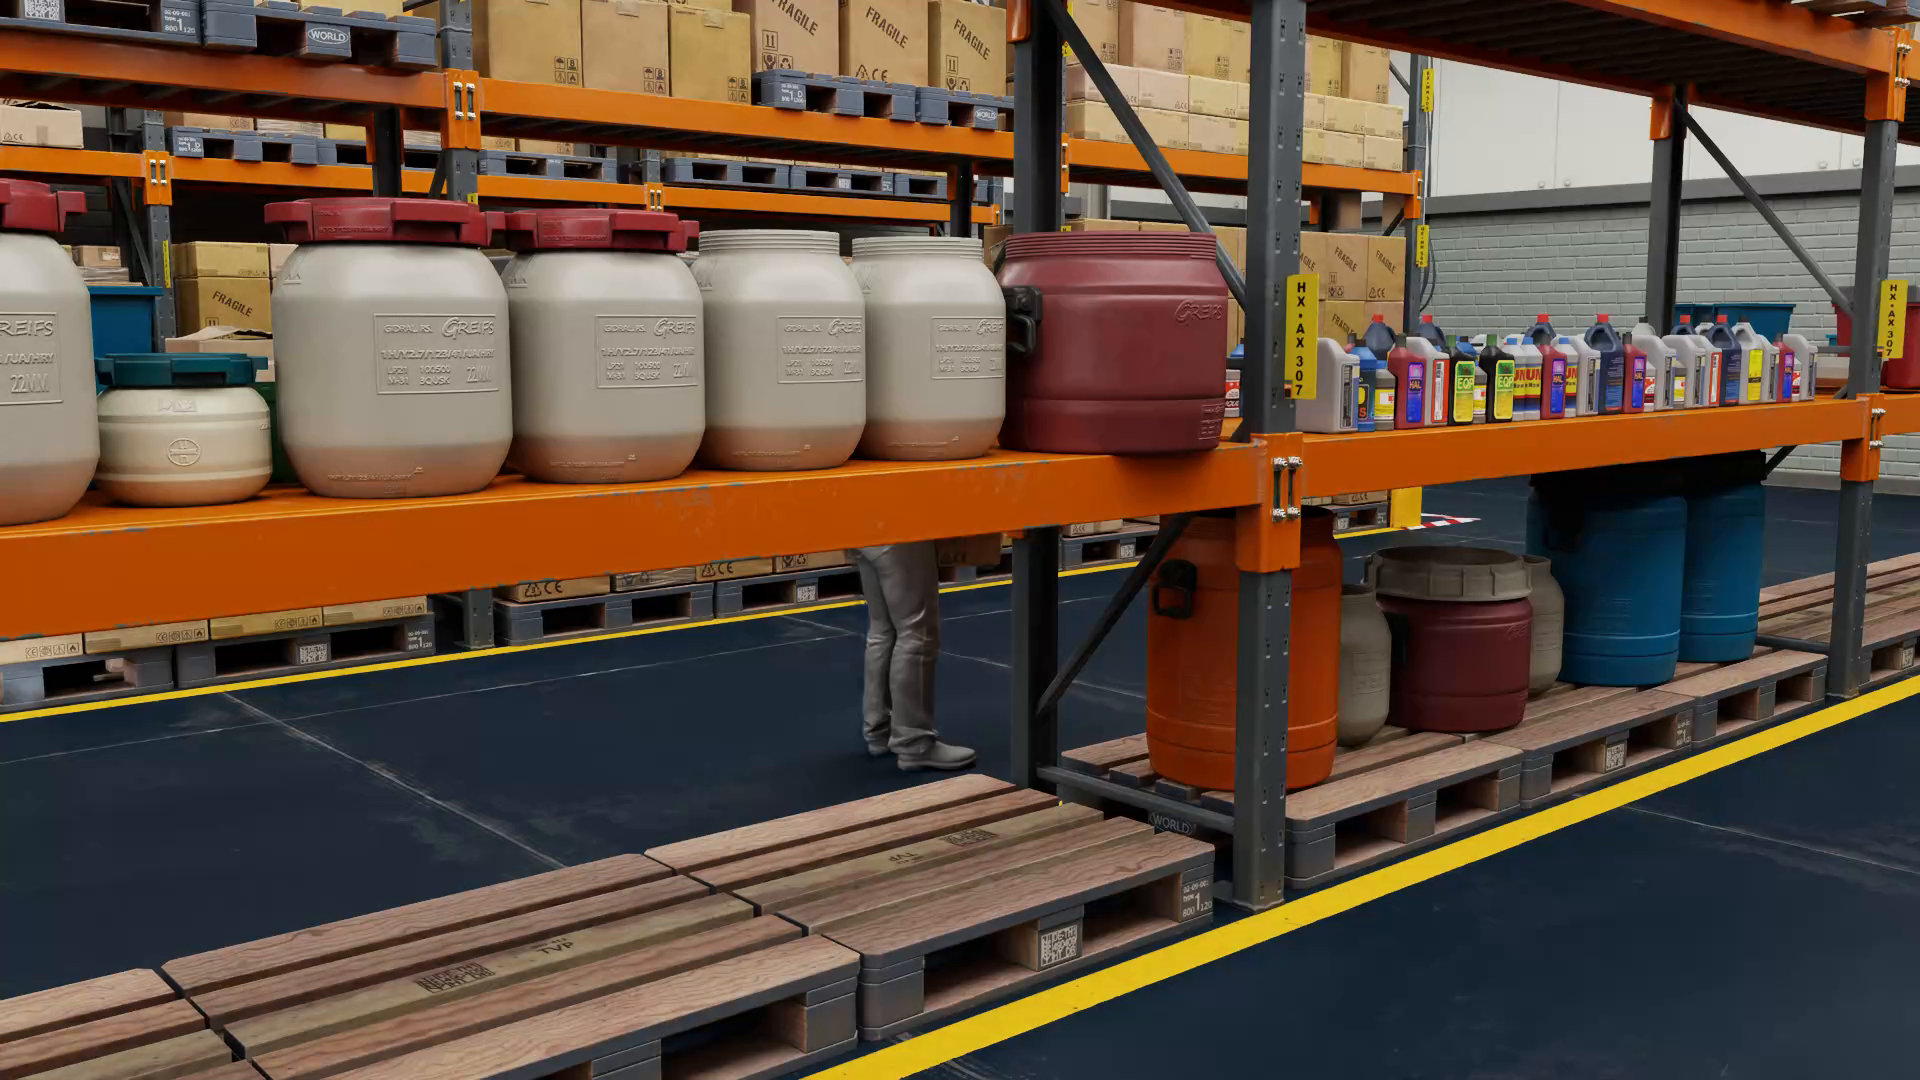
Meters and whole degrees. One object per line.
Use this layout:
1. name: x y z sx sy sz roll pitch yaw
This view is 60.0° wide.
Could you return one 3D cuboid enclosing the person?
1. person: -0.214 -0.066 6.171 0.494 1.776 0.545 -3 8 -22
